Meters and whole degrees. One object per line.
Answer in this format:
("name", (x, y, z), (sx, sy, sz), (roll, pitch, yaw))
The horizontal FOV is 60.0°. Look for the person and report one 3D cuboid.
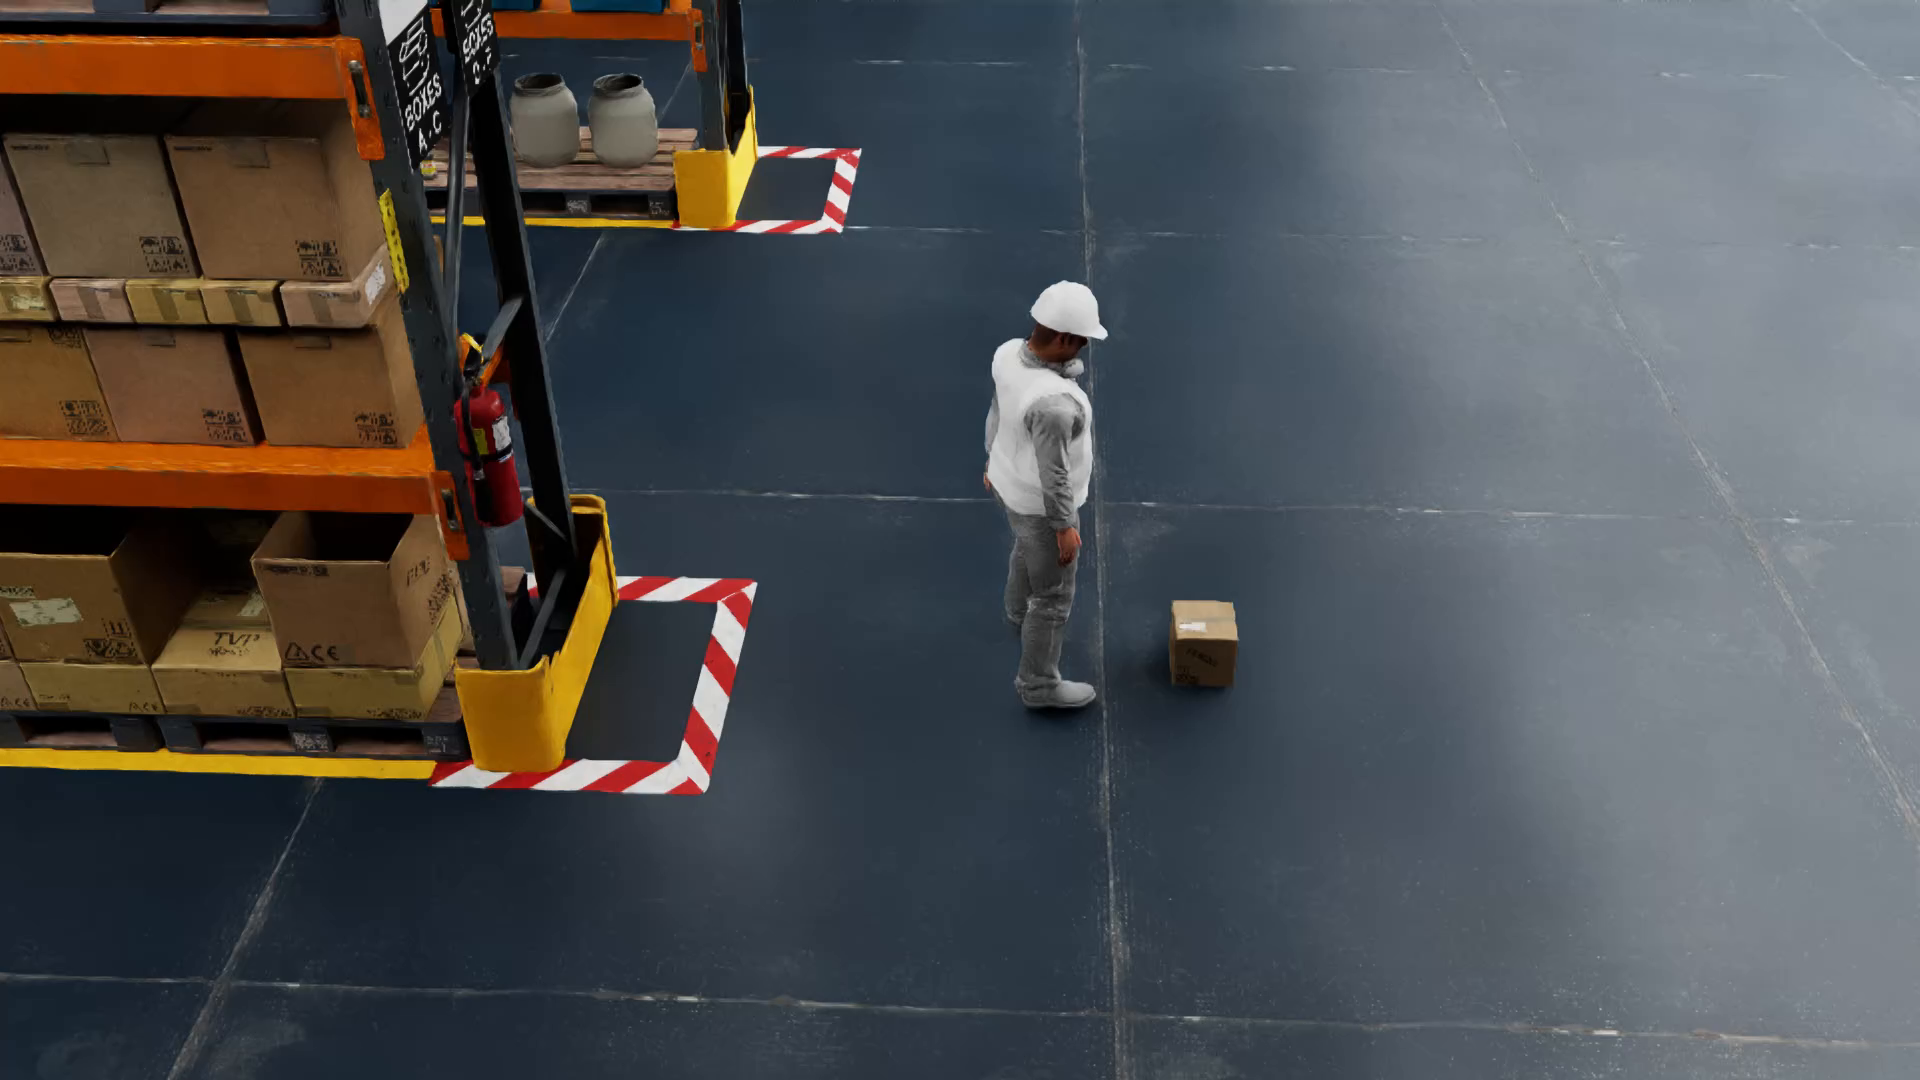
("person", (0.349, -0.221, 6.403), (0.474, 1.763, 0.689), (-12, 37, -16))
